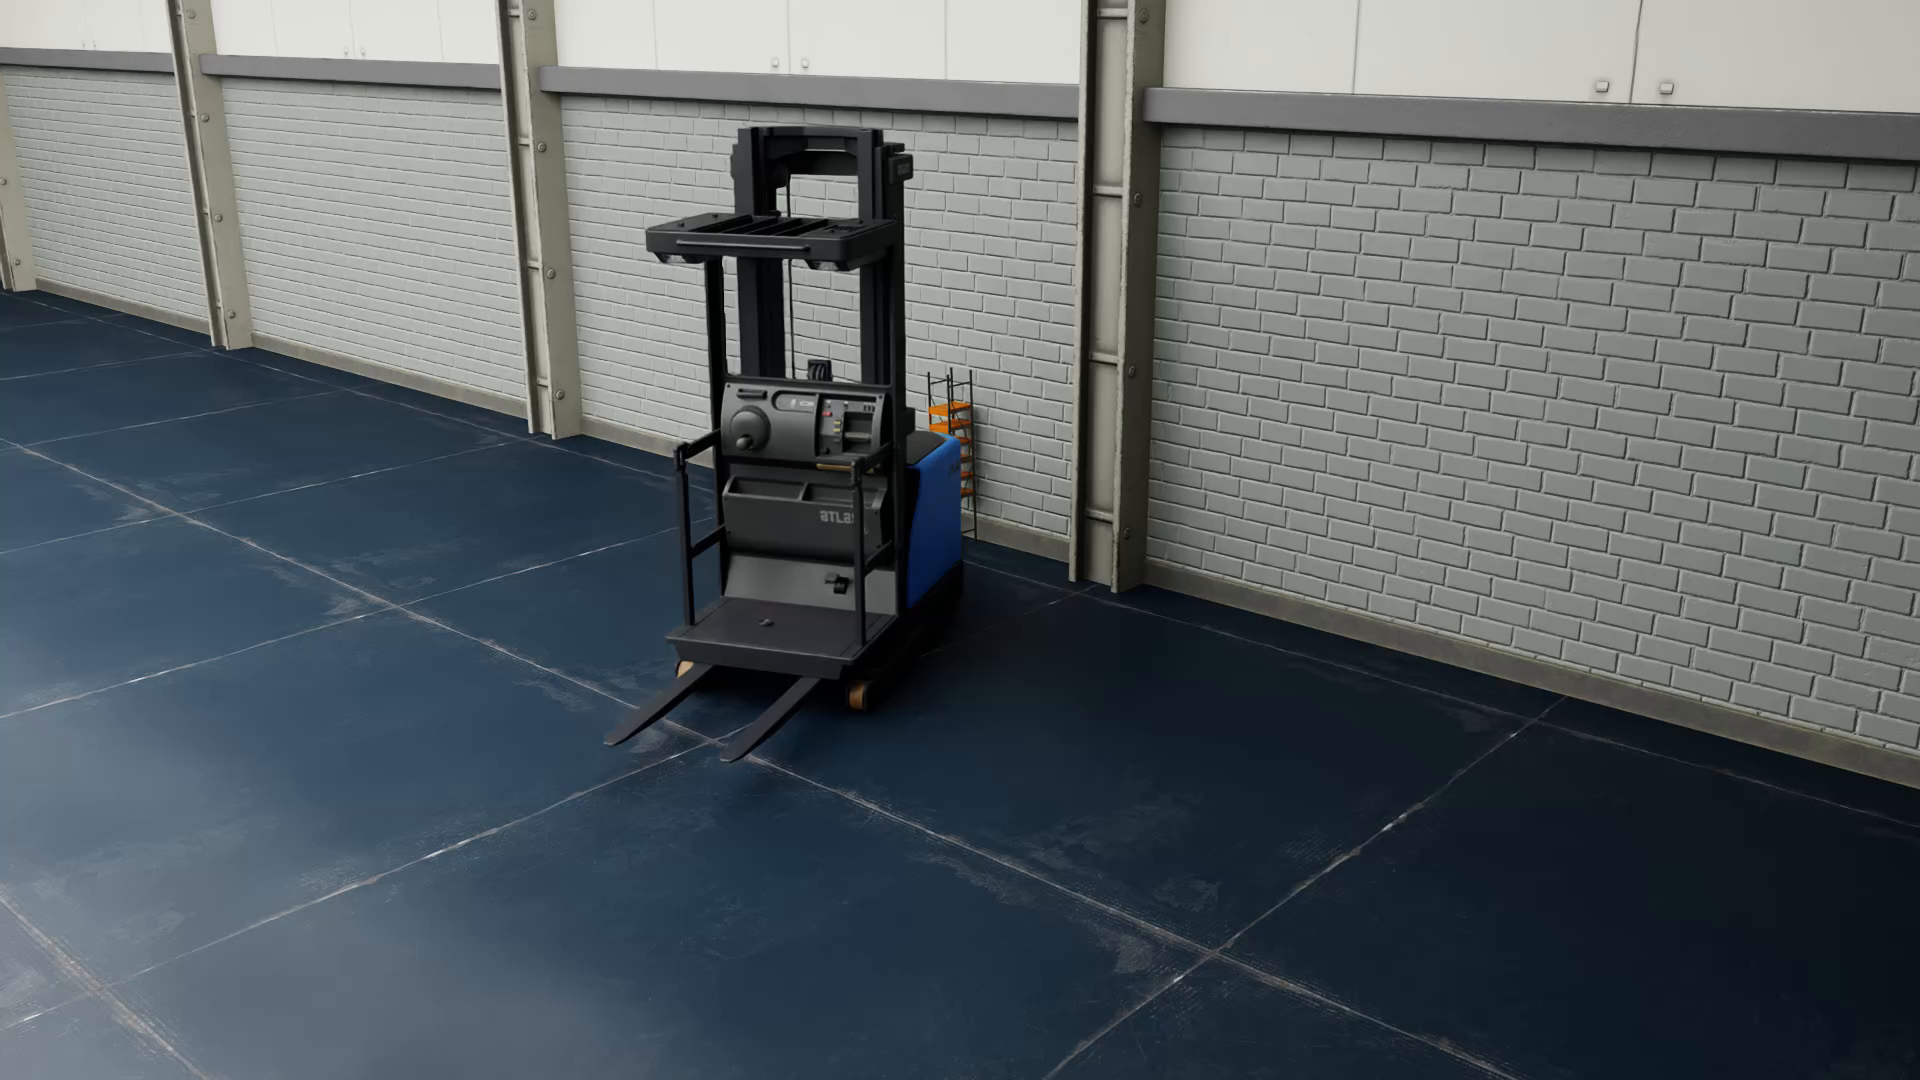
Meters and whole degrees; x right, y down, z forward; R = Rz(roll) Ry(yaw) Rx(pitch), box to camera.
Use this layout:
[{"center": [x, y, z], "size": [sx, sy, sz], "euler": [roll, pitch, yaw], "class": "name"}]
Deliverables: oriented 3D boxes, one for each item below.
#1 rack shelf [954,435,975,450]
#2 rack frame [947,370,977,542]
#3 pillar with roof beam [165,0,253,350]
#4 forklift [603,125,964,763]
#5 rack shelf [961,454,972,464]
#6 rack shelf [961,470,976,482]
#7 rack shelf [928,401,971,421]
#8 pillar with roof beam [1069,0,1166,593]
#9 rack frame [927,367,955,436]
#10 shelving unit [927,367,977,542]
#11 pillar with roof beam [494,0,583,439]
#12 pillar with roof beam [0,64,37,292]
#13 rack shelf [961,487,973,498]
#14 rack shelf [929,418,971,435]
[{"center": [-0.053, -0.638, 11.377], "size": [0.180, 0.103, 0.258], "euler": [13, 22, 43], "class": "rack shelf"}, {"center": [0.015, -0.550, 11.336], "size": [0.006, 1.200, 0.240], "euler": [13, 22, 43], "class": "rack frame"}, {"center": [-10.880, -5.460, 13.941], "size": [0.400, 9.000, 9.100], "euler": [15, 23, 39], "class": "pillar with roof beam"}, {"center": [-0.910, -0.630, 8.751], "size": [1.130, 2.935, 3.031], "euler": [5, 18, 17], "class": "forklift"}, {"center": [-0.050, -0.523, 11.410], "size": [0.180, 0.103, 0.258], "euler": [13, 22, 43], "class": "rack shelf"}, {"center": [-0.046, -0.408, 11.443], "size": [0.180, 0.103, 0.258], "euler": [13, 22, 43], "class": "rack shelf"}, {"center": [-0.061, -0.869, 11.312], "size": [0.180, 0.103, 0.258], "euler": [13, 22, 43], "class": "rack shelf"}, {"center": [-1.905, -3.051, 6.349], "size": [0.400, 9.000, 9.100], "euler": [15, 23, 39], "class": "pillar with roof beam"}, {"center": [-0.117, -0.581, 11.460], "size": [0.006, 1.200, 0.240], "euler": [13, 22, 43], "class": "rack frame"}, {"center": [-0.051, -0.566, 11.398], "size": [0.189, 1.200, 0.258], "euler": [13, 22, 43], "class": "shelving unit"}, {"center": [-6.392, -4.256, 10.145], "size": [0.400, 9.000, 9.100], "euler": [15, 23, 39], "class": "pillar with roof beam"}, {"center": [-15.368, -6.665, 17.737], "size": [0.400, 9.000, 9.100], "euler": [15, 23, 39], "class": "pillar with roof beam"}, {"center": [-0.042, -0.292, 11.476], "size": [0.180, 0.103, 0.258], "euler": [13, 22, 43], "class": "rack shelf"}, {"center": [-0.057, -0.754, 11.345], "size": [0.180, 0.103, 0.258], "euler": [13, 22, 43], "class": "rack shelf"}]
